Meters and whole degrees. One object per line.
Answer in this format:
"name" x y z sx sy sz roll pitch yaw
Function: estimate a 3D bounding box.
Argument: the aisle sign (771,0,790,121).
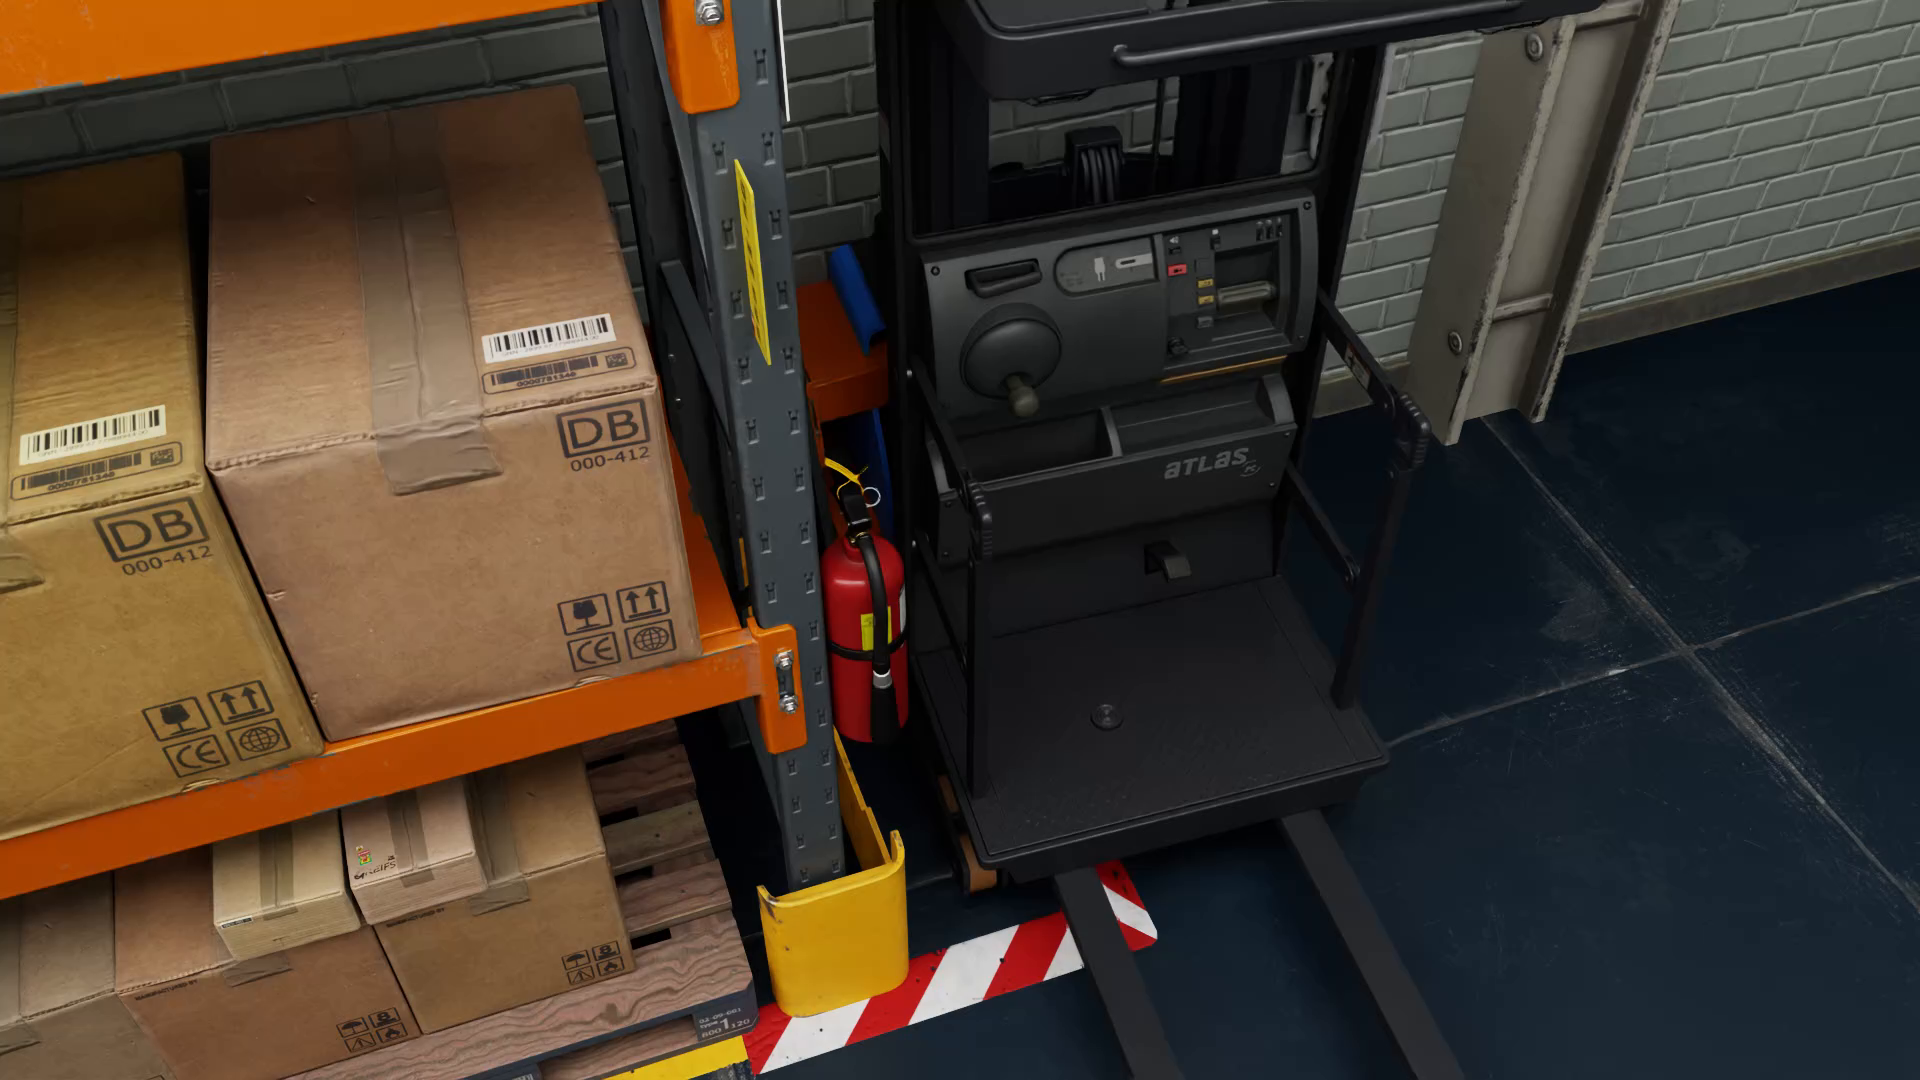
"aisle sign" -0.322 -1.033 2.326 0.004 0.787 0.394 -14 47 -14

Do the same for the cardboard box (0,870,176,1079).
"cardboard box" -2.060 0.913 3.690 0.500 0.500 0.700 -16 47 -15

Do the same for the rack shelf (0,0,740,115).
"rack shelf" -2.373 -0.622 2.142 4.000 0.370 1.077 -14 47 -14

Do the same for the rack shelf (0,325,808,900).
"rack shelf" -2.373 0.437 3.204 4.000 0.370 1.077 -14 47 -14

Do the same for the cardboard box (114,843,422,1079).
"cardboard box" -1.587 0.792 3.811 0.500 0.500 0.700 -14 47 -14

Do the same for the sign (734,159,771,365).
"sign" -0.320 -0.425 2.571 0.005 0.325 0.100 -14 47 -14

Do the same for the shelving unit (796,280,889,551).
"shelving unit" 0.029 -0.374 4.781 1.048 1.125 0.538 -17 43 -11

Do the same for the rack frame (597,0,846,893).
"rack frame" -0.492 -0.298 3.429 0.127 3.000 1.000 -14 47 -14

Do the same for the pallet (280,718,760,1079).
"pallet" -1.217 0.931 4.173 1.213 0.211 1.003 -14 47 -14

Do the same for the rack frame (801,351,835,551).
"rack frame" -0.449 -0.231 4.682 0.032 1.125 0.500 -17 43 -11

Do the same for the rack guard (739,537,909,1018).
"rack guard" -0.469 0.579 4.320 0.348 0.500 1.175 -14 47 -14

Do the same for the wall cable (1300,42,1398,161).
"wall cable" 0.392 -1.594 4.004 1.851 1.984 0.084 -14 47 -14

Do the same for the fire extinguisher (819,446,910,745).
"fire extinguisher" -0.193 0.132 3.318 0.183 0.674 0.296 -14 47 -14

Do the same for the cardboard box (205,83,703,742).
"cardboard box" -0.968 -0.274 3.194 0.700 0.700 0.980 -12 46 -12

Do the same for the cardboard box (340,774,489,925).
"cardboard box" -1.175 0.595 3.550 0.250 0.149 0.380 -15 47 -14

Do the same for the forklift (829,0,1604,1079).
"forklift" 0.438 -0.439 3.619 1.130 2.935 3.031 -12 46 -12

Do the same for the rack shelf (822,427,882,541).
"rack shelf" 0.049 -0.193 4.944 1.000 0.278 0.538 -17 43 -11

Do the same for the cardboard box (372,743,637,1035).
"cardboard box" -1.116 0.671 3.931 0.500 0.500 0.700 -14 47 -14

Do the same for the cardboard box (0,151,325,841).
"cardboard box" -1.648 -0.092 3.012 0.700 0.700 0.980 -15 47 -14

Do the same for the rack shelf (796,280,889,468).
"rack shelf" 0.005 -0.590 4.584 1.000 0.278 0.538 -17 43 -11

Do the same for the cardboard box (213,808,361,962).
"cardboard box" -1.415 0.657 3.488 0.250 0.149 0.380 -13 47 -13
